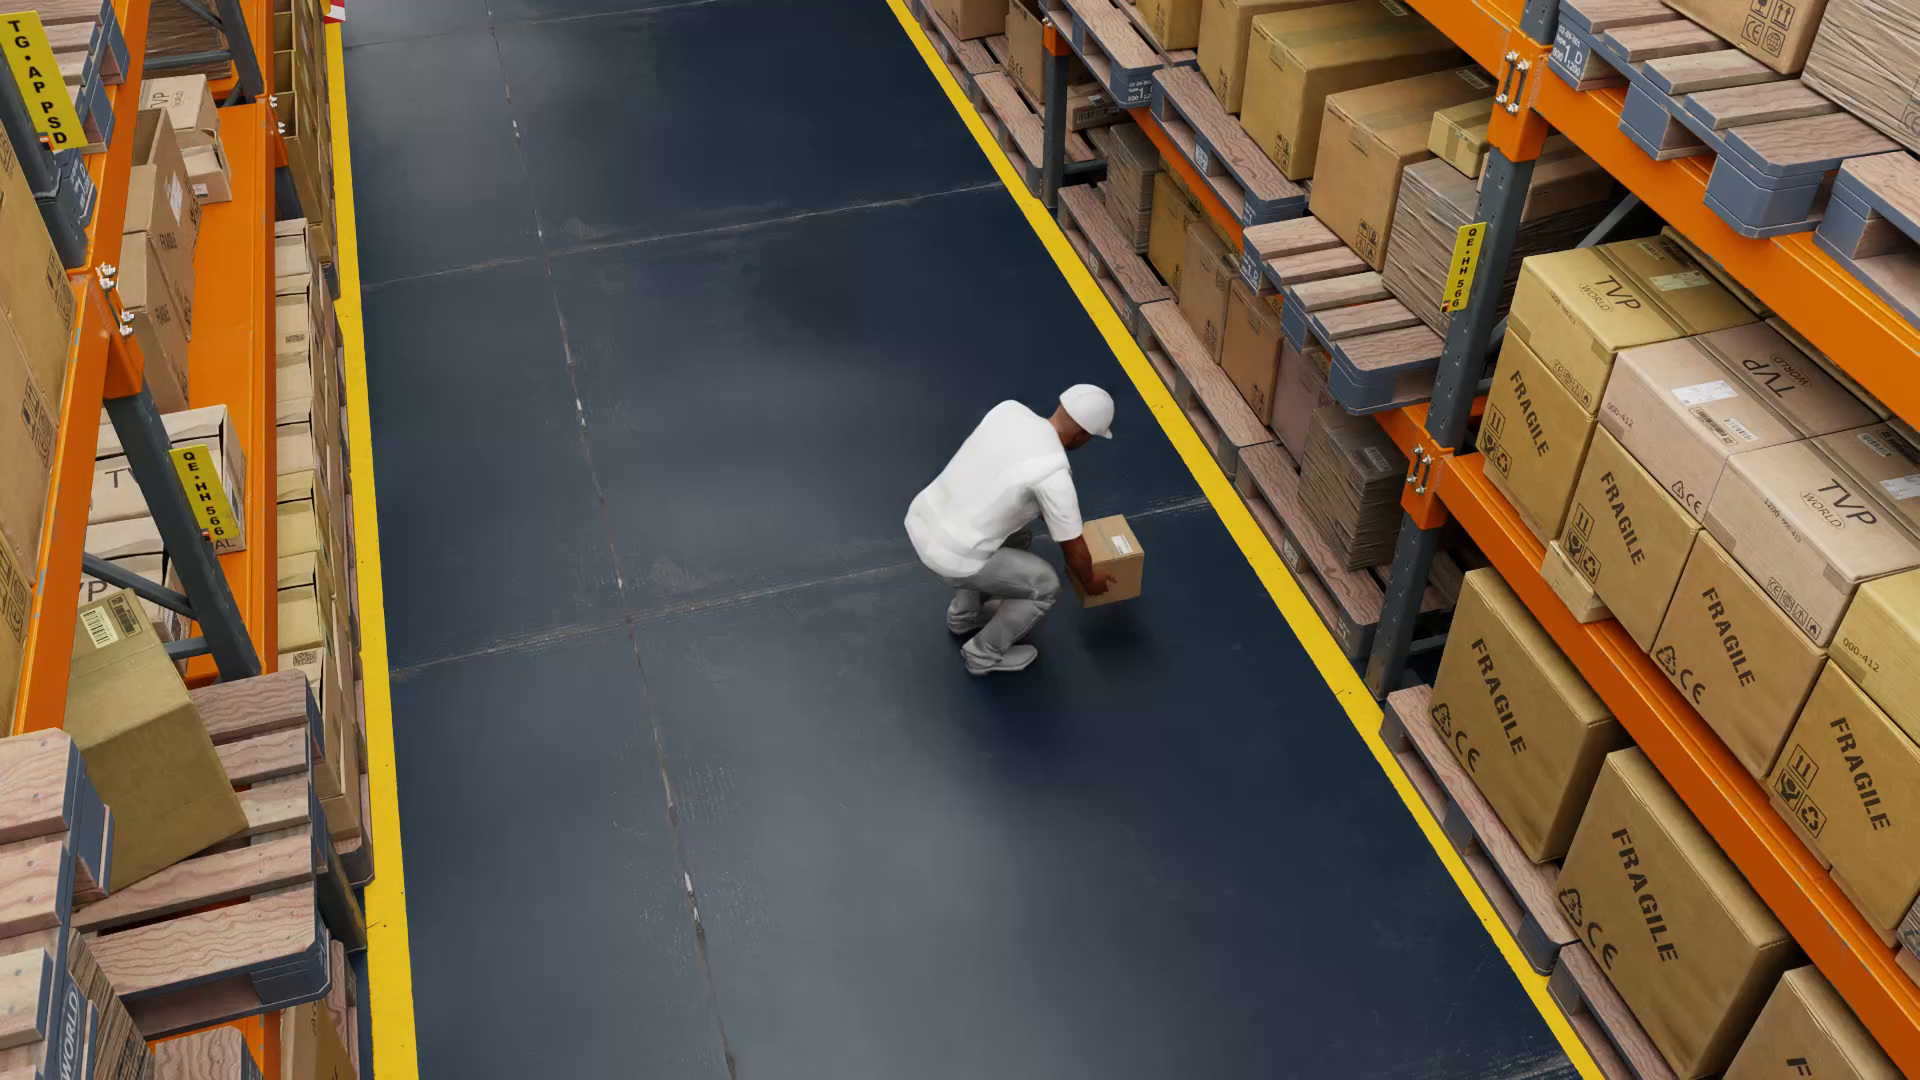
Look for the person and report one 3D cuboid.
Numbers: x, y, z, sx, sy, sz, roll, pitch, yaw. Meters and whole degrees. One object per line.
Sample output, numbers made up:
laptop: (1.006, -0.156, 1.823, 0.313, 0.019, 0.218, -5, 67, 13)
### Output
person: (0.196, -0.066, 6.636, 0.839, 1.207, 0.620, -12, 43, -13)
